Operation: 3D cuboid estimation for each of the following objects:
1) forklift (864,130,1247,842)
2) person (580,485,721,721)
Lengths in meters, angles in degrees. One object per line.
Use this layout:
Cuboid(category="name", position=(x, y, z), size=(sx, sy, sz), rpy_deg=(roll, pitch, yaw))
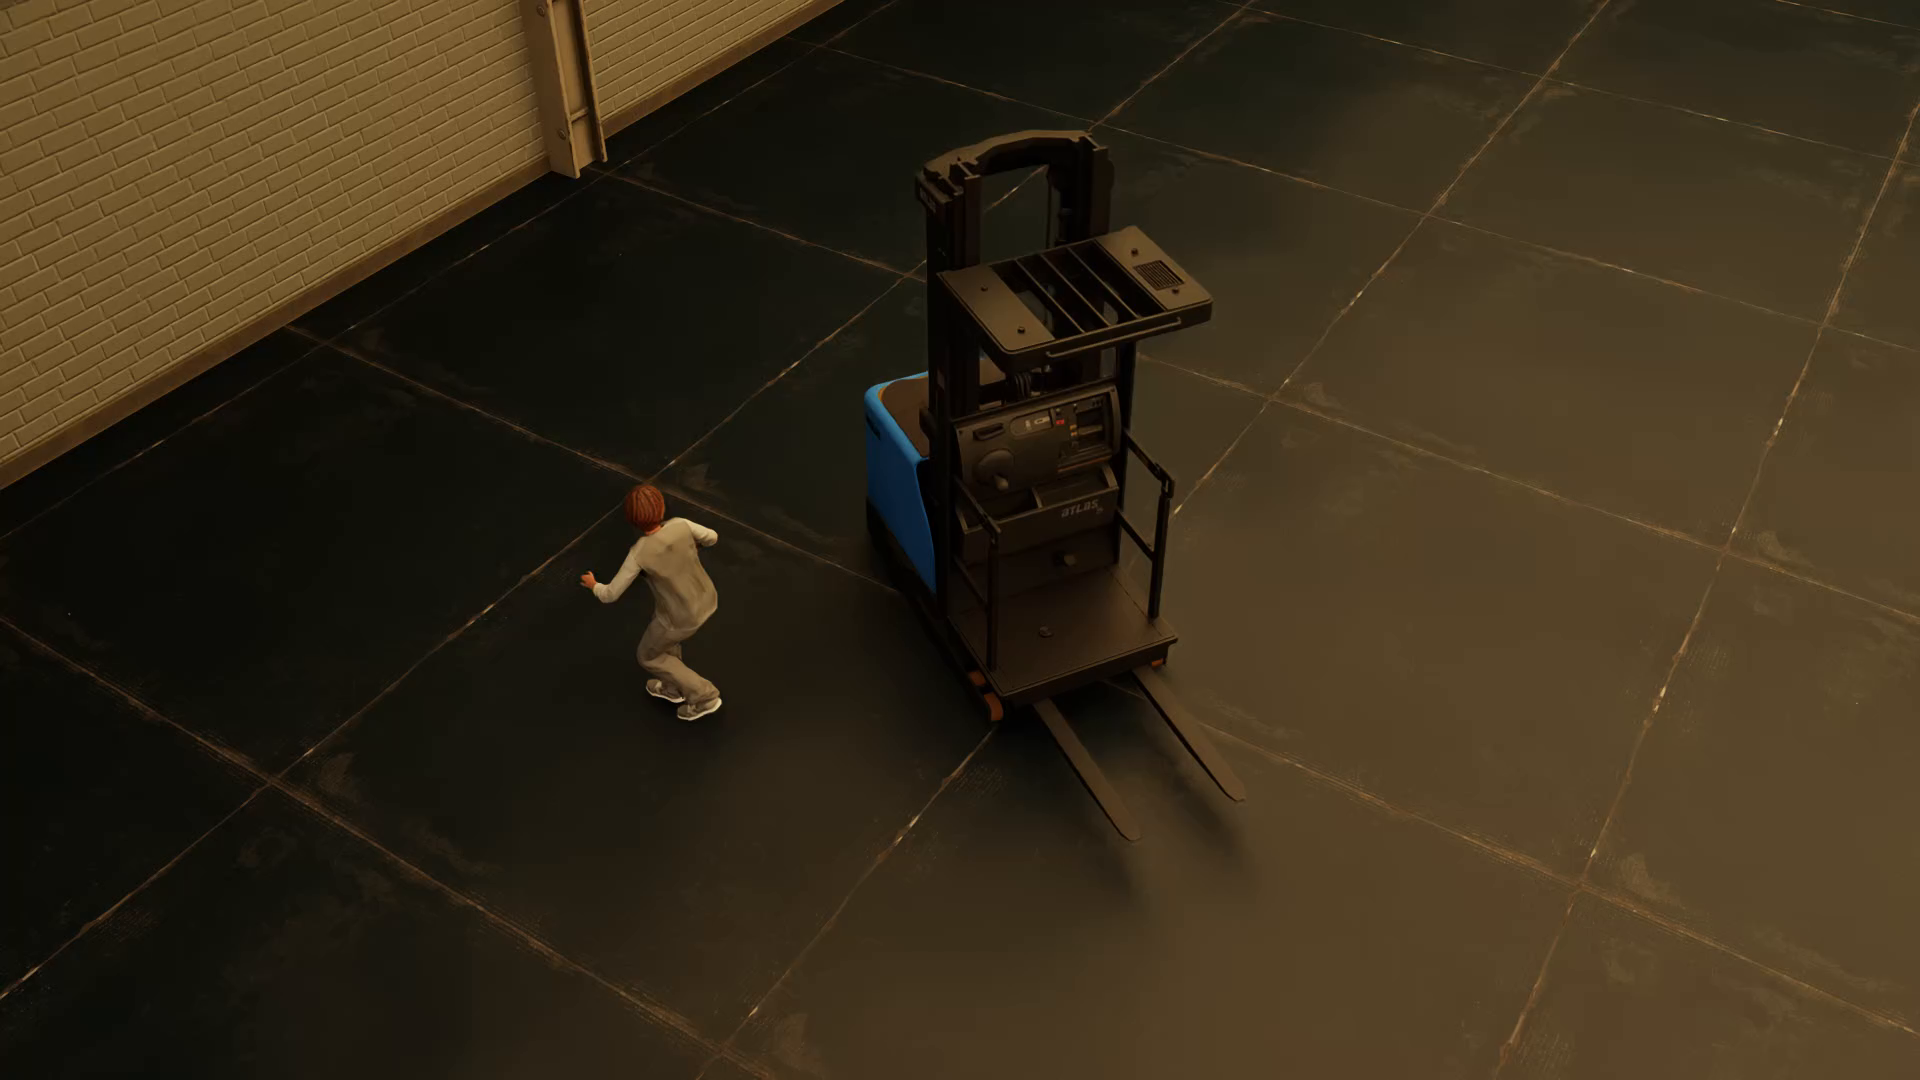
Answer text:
Cuboid(category="forklift", position=(0.505, -0.449, 8.496), size=(1.130, 2.935, 3.031), rpy_deg=(-17, 43, -19))
Cuboid(category="person", position=(-1.581, 0.290, 8.742), size=(0.706, 1.496, 0.711), rpy_deg=(20, 44, 22))
